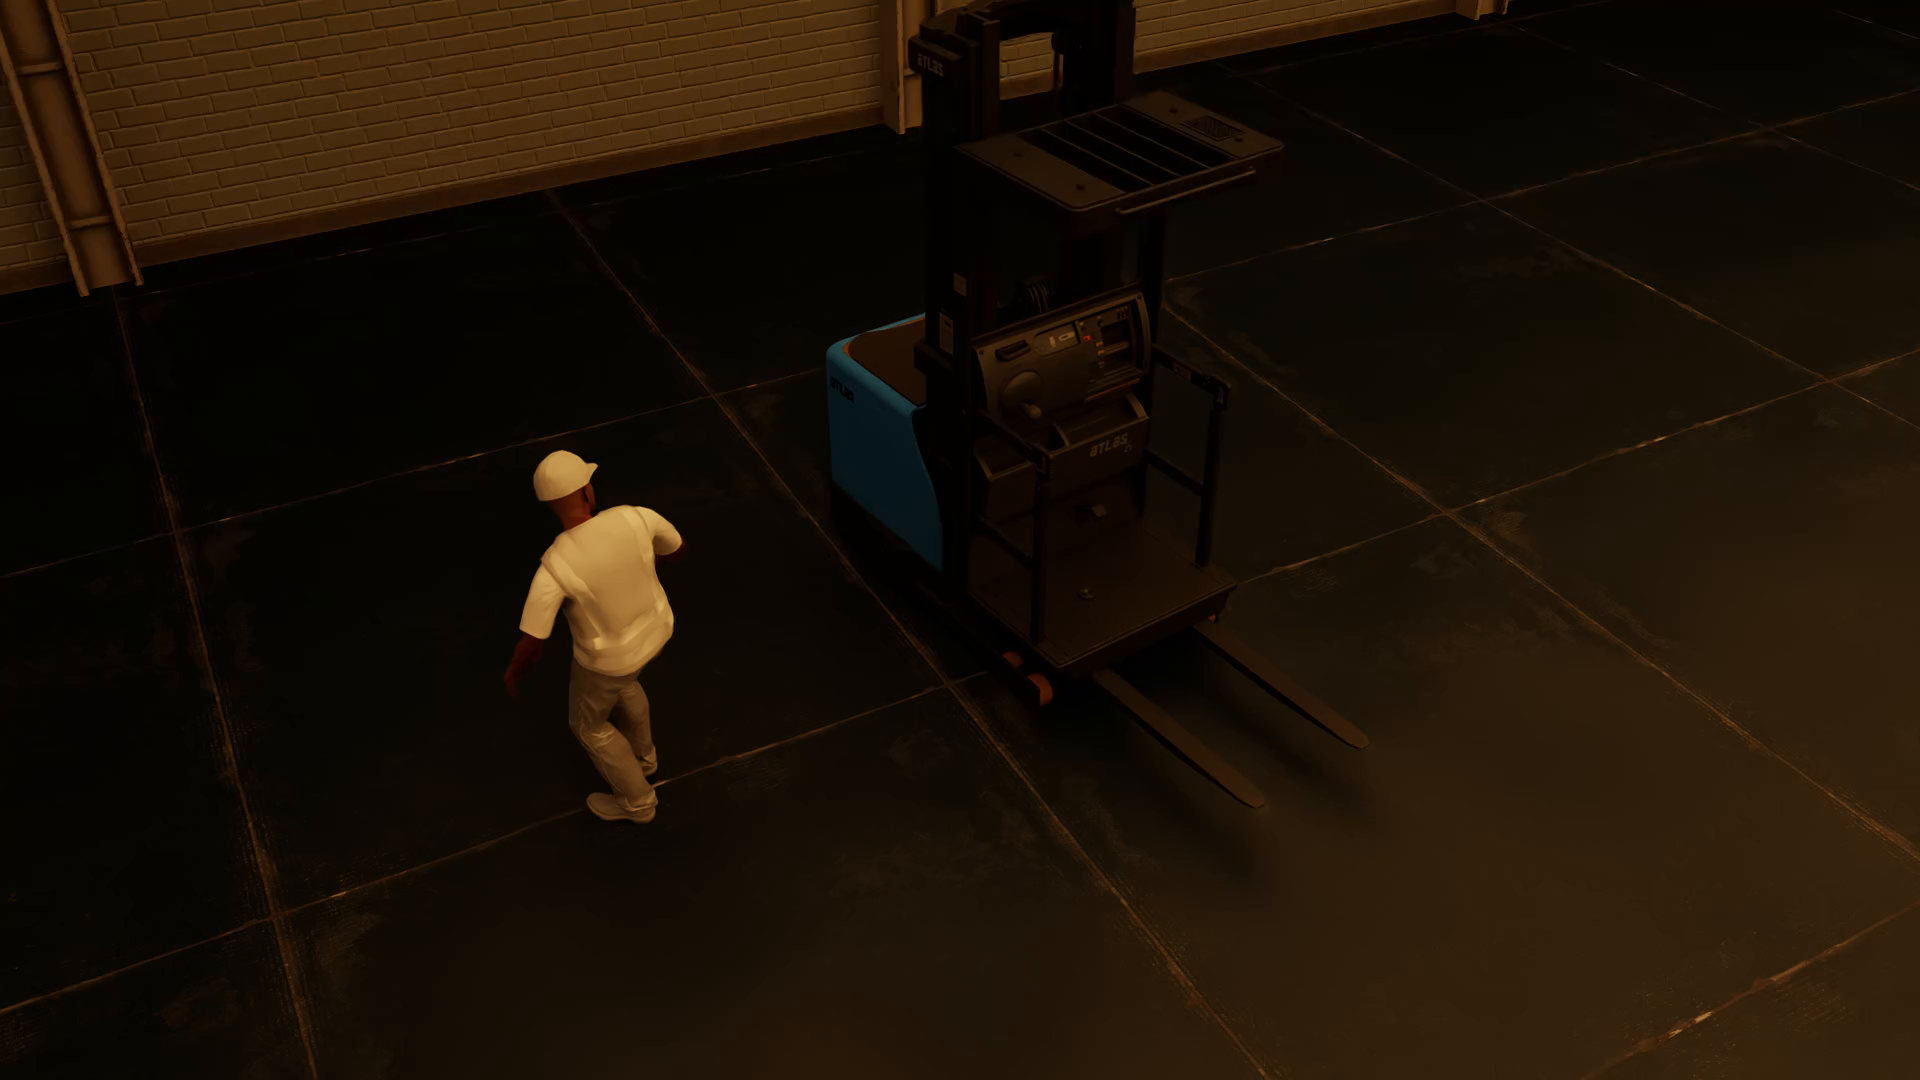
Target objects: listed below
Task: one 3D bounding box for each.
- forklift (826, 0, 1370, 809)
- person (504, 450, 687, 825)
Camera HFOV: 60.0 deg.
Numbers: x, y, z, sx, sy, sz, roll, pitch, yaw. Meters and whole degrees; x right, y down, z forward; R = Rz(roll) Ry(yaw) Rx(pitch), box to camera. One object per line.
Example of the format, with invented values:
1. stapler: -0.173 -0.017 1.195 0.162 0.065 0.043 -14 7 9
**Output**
1. forklift: 0.589 -0.749 7.183 1.130 2.935 3.031 -22 41 -28
2. person: -1.453 0.392 6.631 0.516 1.718 0.791 21 40 27
